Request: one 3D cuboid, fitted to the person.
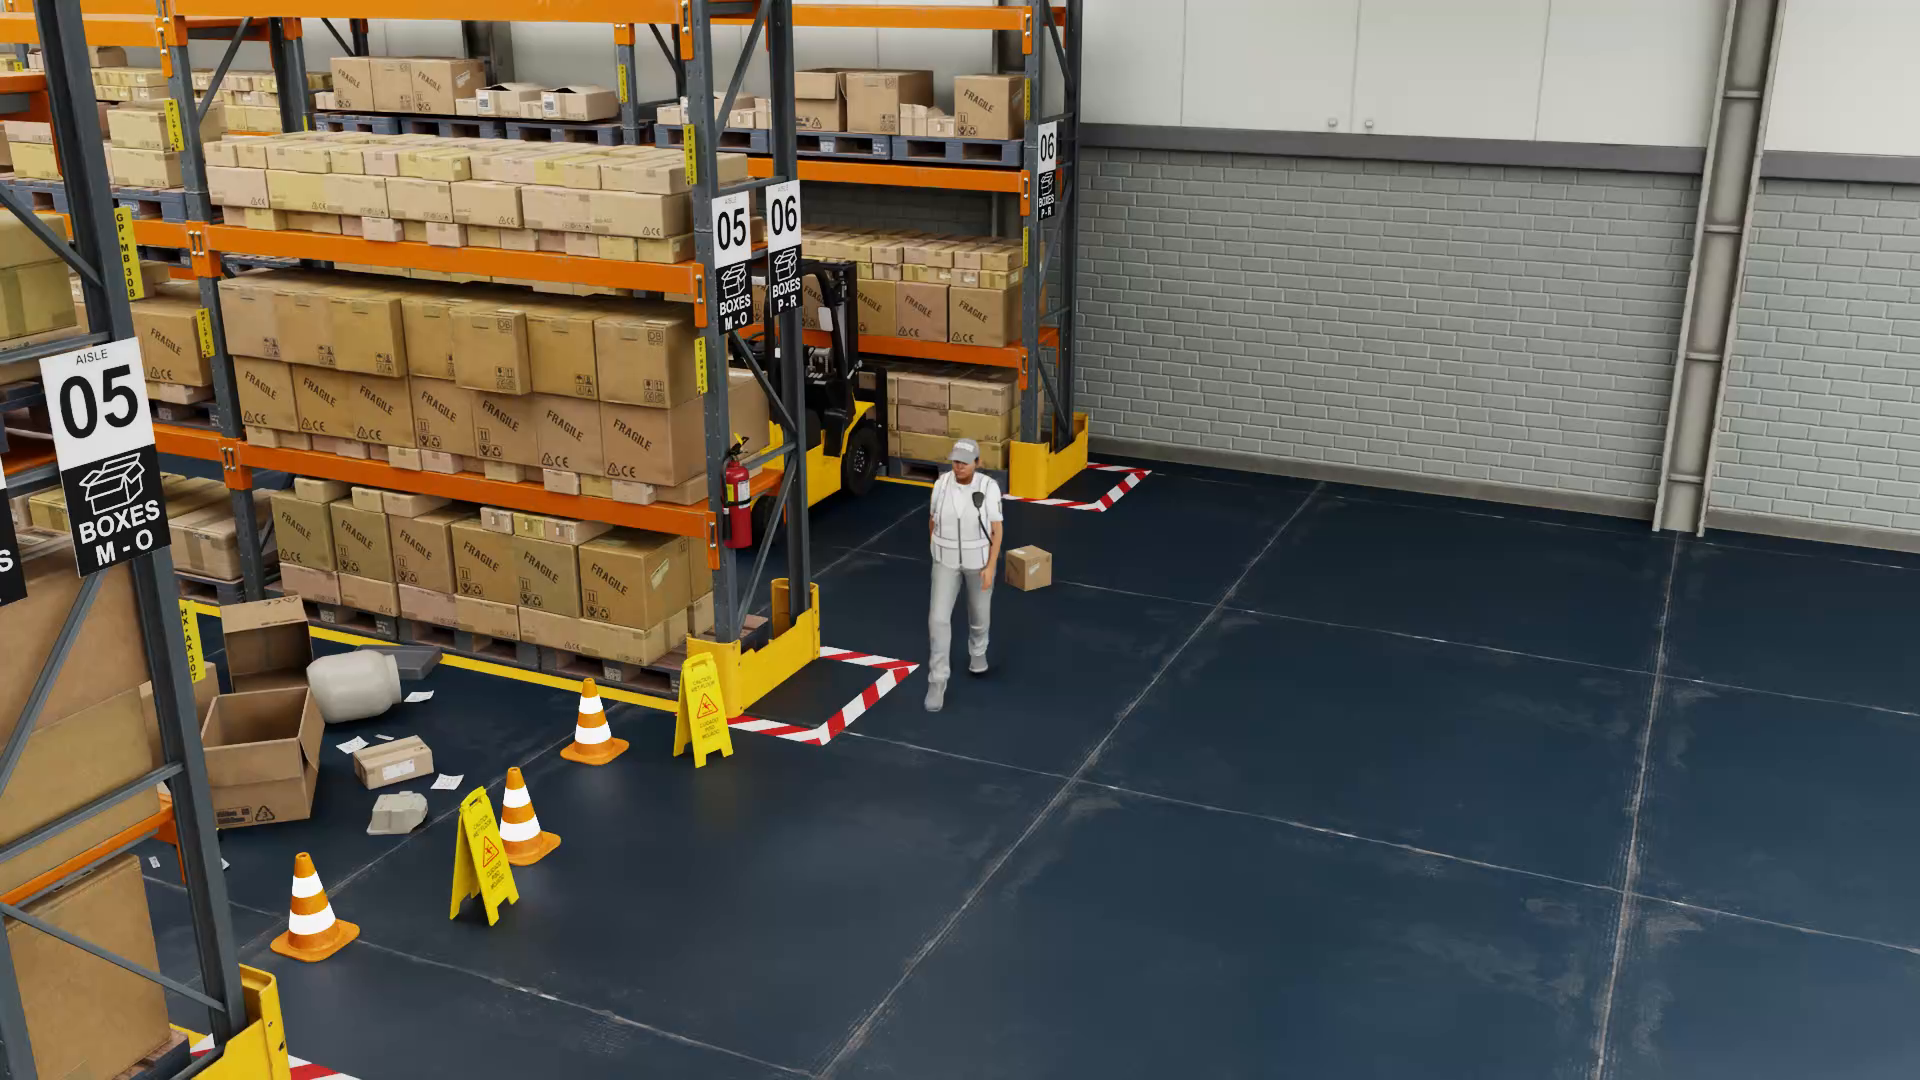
[{"bbox_3d":[0.025,0.175,10.565,0.495,1.668,0.848,3,19,8],"label":"person"}]
